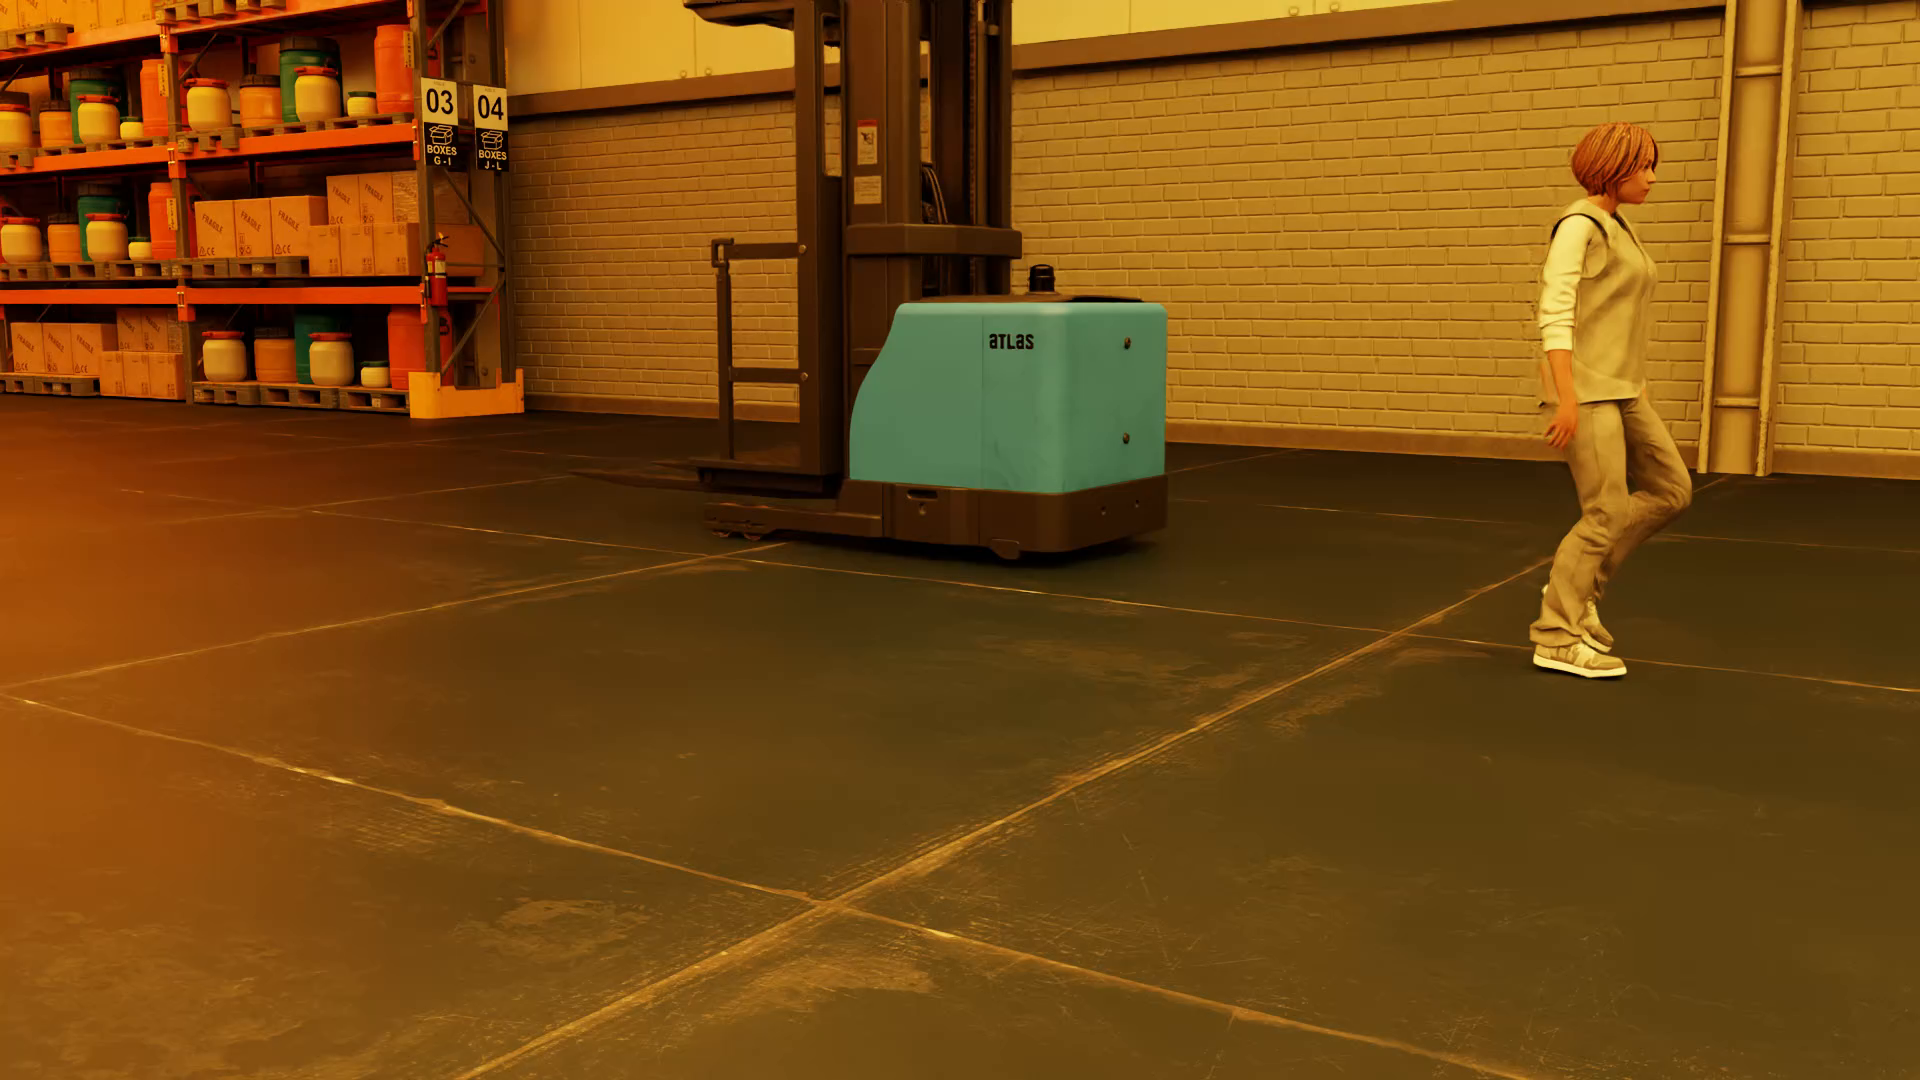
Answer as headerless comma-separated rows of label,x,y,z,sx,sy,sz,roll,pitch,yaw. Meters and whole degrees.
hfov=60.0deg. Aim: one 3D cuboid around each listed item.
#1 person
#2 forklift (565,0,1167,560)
person,1.877,-0.394,4.779,0.408,1.578,0.550,5,10,32
forklift,-0.576,-1.502,7.754,3.031,2.935,1.130,5,10,33
